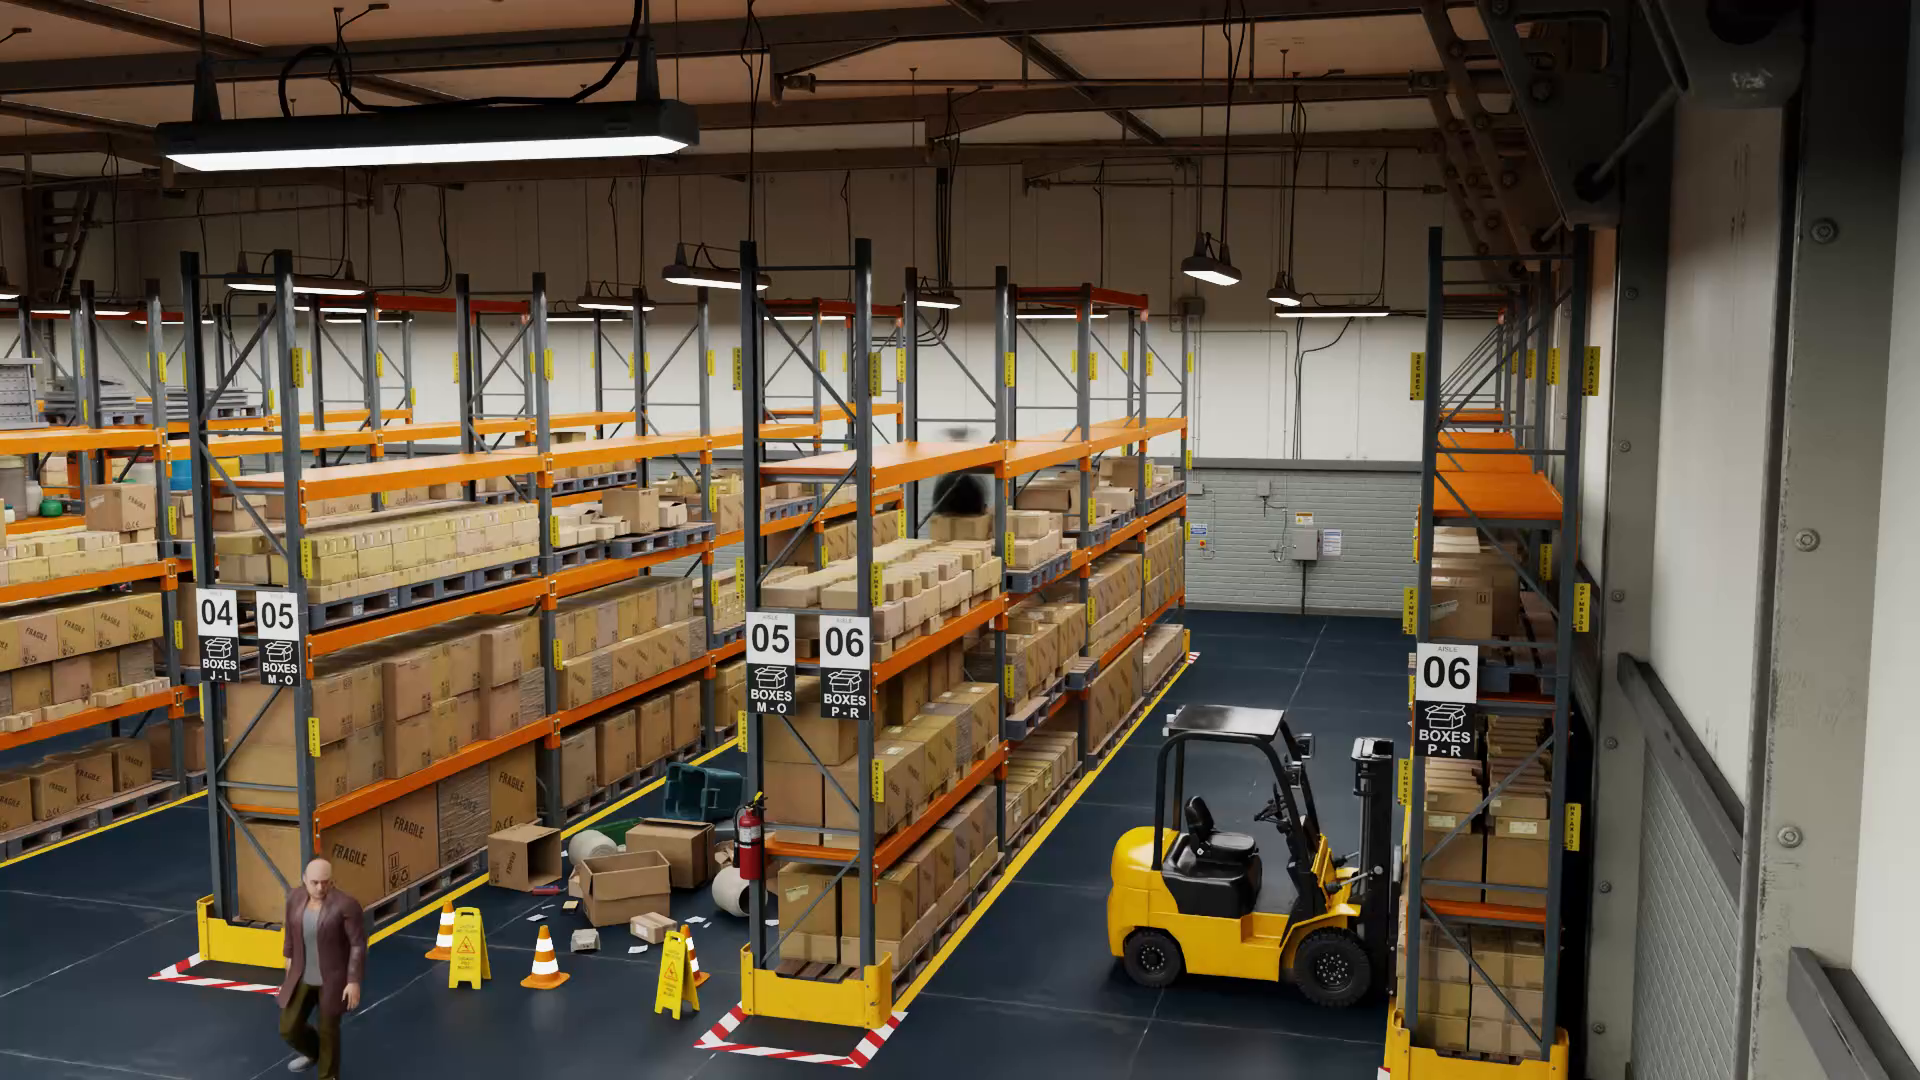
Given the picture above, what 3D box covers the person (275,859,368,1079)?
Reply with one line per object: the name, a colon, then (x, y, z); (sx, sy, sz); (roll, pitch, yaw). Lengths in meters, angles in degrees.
person: (-4.432, 3.019, 11.562); (0.744, 1.745, 0.535); (1, 6, 6)
